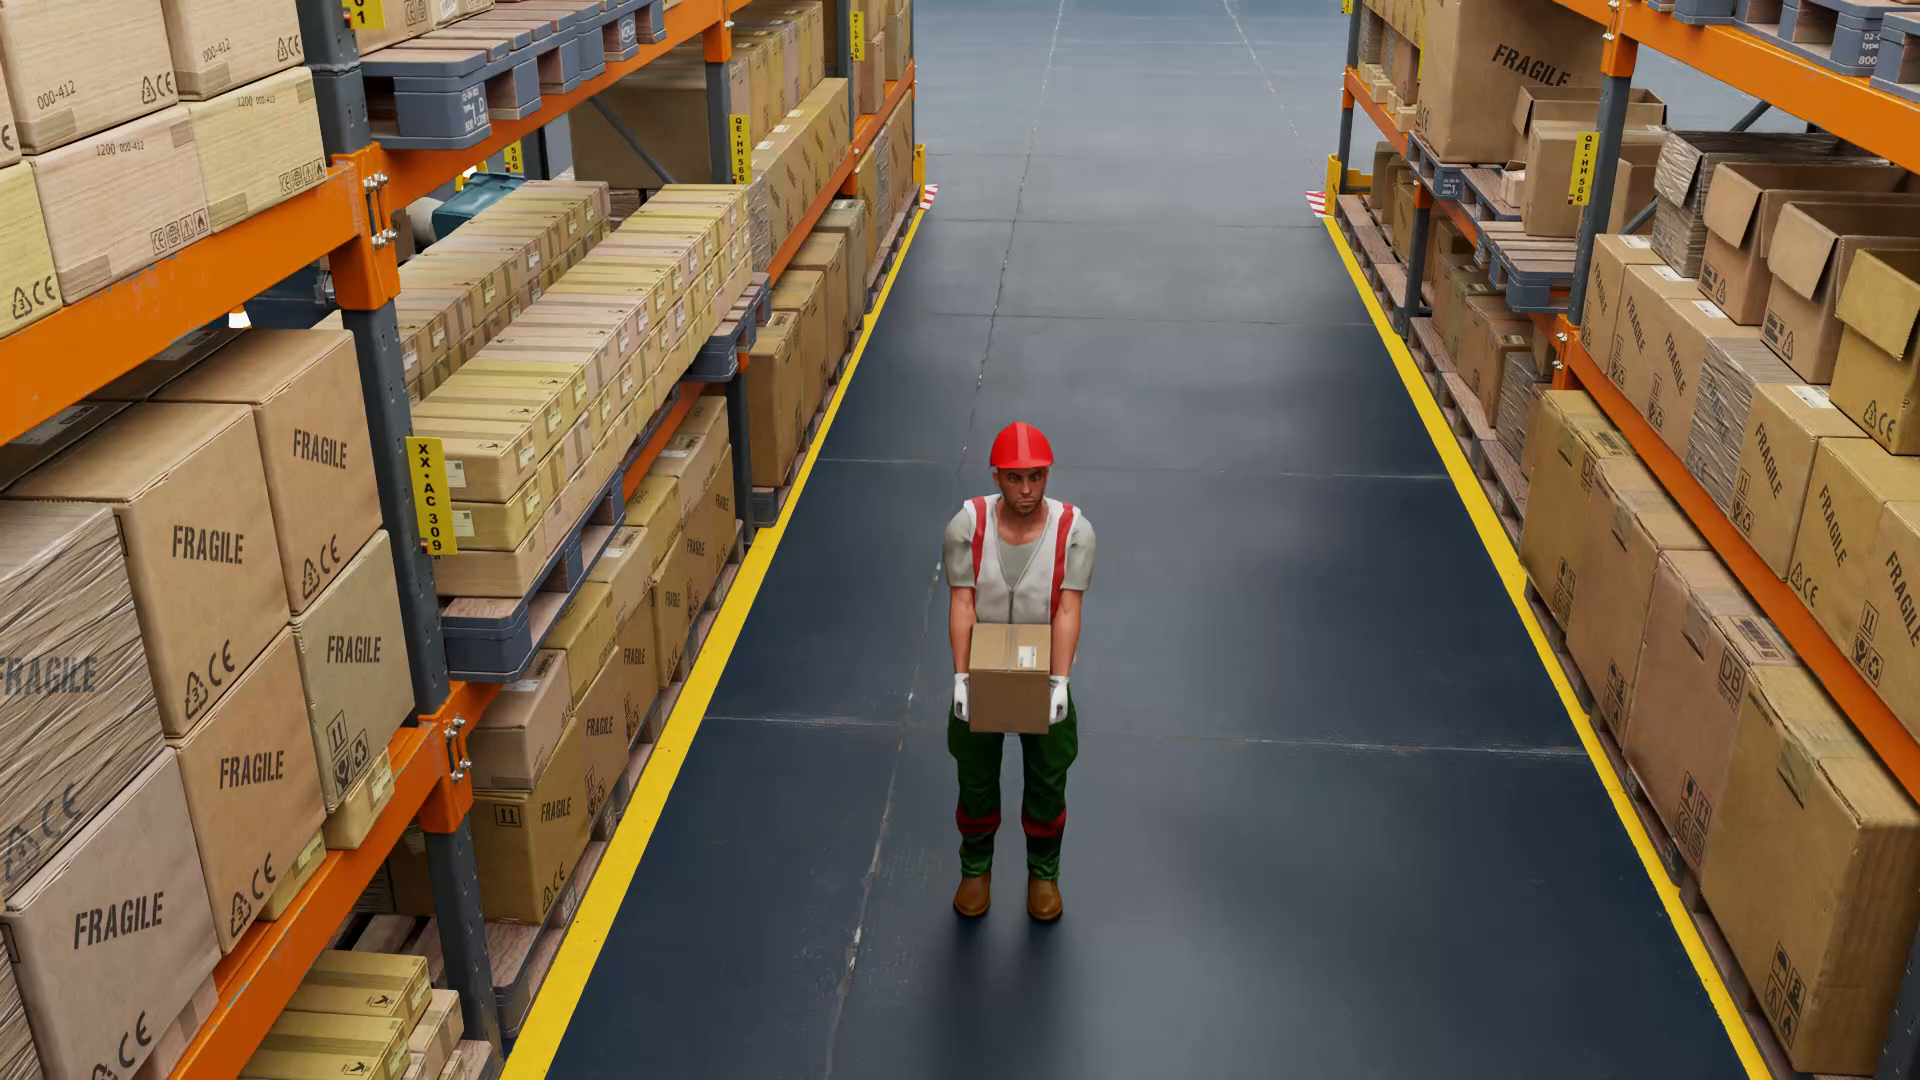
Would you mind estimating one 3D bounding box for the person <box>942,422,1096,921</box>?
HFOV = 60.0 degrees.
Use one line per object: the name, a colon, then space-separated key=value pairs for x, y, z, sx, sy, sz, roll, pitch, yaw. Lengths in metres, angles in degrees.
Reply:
person: x=0.186 y=0.485 z=5.500 sx=0.495 sy=1.786 sz=0.556 roll=2 pitch=24 yaw=3
